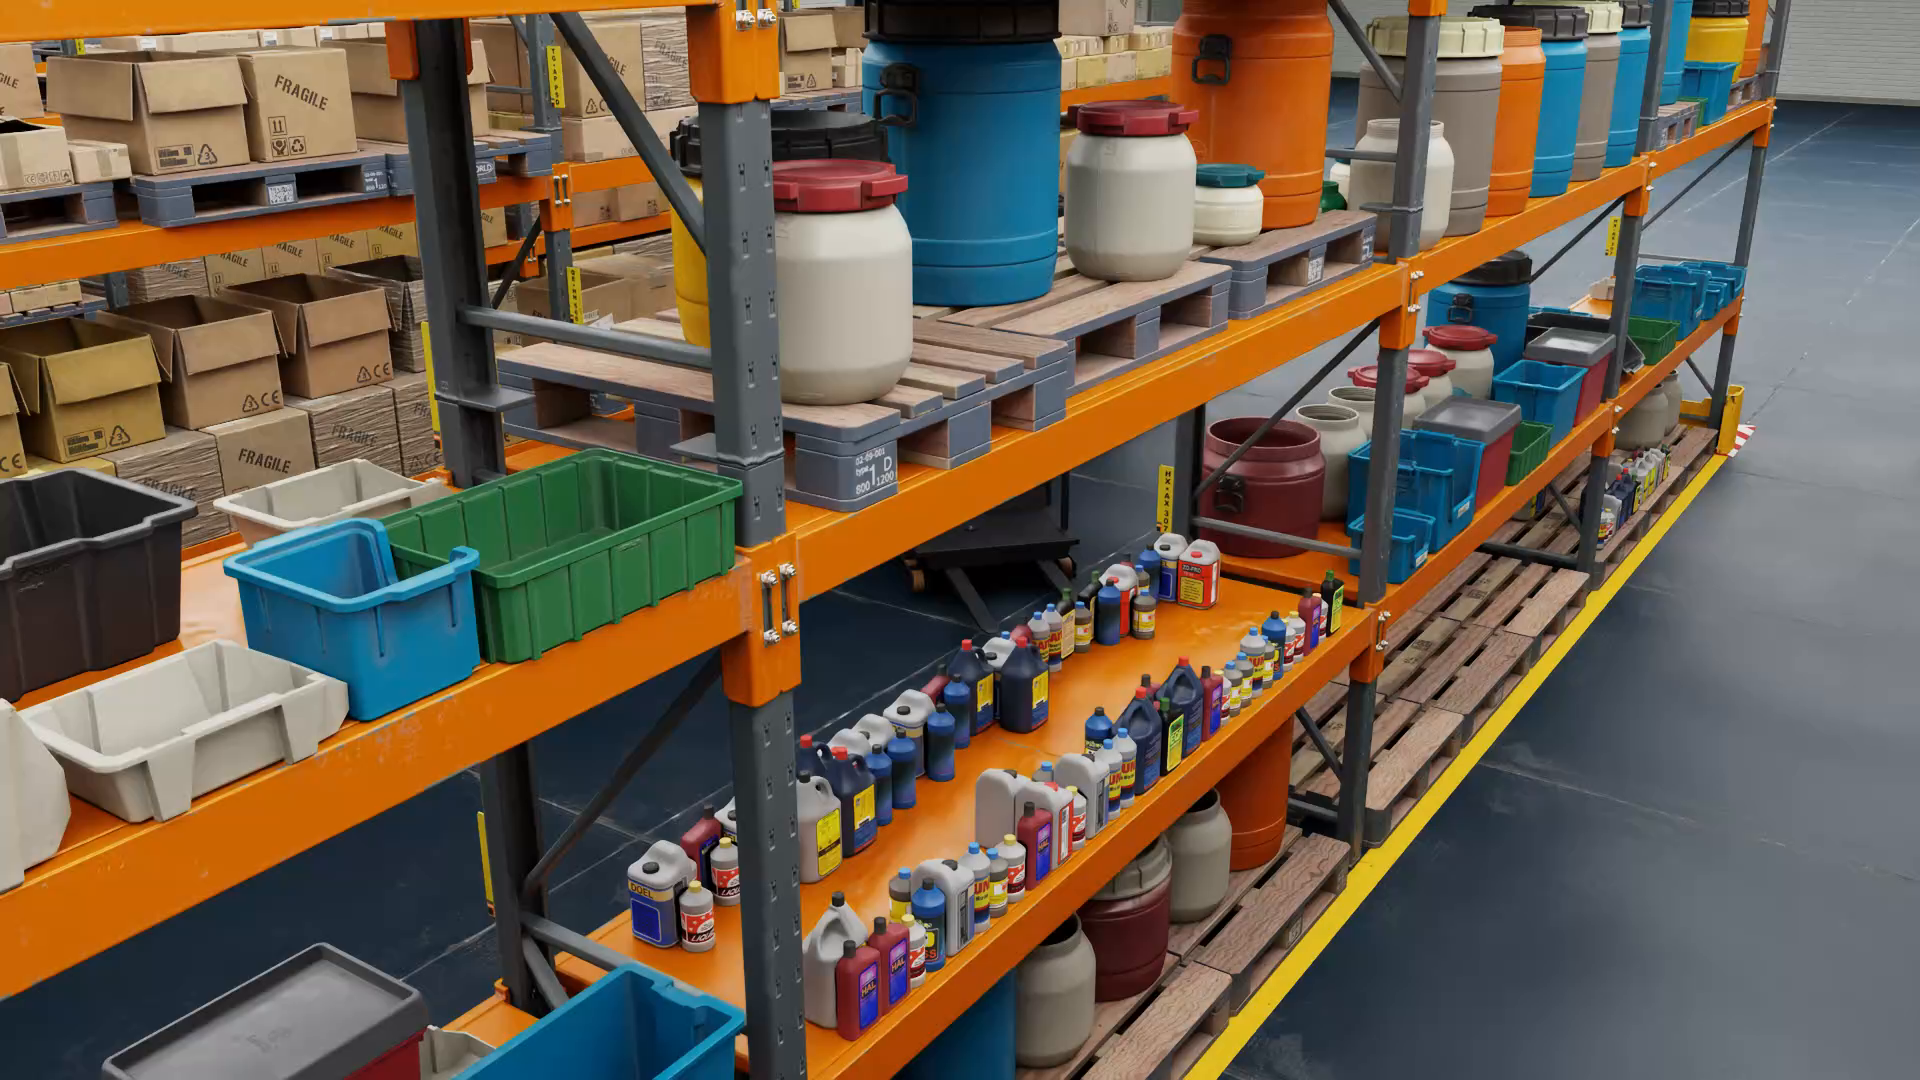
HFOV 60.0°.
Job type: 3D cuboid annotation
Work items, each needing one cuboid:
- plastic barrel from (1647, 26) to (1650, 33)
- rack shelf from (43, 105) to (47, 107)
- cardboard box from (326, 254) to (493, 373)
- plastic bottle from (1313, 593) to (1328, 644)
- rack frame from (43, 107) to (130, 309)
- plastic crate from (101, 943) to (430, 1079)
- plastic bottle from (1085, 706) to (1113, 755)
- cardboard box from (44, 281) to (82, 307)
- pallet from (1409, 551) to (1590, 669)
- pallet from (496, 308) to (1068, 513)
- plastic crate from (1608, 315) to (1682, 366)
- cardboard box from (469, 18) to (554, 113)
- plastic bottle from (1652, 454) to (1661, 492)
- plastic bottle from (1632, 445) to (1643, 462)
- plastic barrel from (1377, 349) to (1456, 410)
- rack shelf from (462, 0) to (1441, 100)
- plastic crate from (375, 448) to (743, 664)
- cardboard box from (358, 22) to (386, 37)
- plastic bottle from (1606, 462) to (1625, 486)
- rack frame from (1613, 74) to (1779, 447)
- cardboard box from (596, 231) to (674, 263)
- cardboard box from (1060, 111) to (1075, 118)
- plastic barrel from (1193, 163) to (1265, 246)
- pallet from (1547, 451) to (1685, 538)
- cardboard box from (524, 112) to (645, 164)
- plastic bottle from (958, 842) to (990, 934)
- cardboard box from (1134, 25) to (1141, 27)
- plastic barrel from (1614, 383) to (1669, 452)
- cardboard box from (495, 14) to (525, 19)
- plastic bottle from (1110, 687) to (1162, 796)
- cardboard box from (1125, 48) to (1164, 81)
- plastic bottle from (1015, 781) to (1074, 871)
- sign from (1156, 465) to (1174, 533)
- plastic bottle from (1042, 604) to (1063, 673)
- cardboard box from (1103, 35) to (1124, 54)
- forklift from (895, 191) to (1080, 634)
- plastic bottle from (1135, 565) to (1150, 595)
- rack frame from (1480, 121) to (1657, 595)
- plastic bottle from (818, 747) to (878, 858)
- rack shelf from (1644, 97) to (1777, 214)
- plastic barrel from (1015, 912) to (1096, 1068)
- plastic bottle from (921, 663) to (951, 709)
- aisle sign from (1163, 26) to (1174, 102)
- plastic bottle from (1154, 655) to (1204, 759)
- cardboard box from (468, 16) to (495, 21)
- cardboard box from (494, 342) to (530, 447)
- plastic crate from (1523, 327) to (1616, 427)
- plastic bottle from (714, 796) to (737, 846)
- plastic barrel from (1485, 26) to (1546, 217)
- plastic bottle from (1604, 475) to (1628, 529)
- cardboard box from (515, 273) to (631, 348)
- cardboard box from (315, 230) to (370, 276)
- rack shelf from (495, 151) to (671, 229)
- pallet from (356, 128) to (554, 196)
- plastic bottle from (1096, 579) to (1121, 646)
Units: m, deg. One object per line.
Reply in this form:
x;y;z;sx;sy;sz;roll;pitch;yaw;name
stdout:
4.074;-2.892;10.169;0.421;0.512;0.421;0;20;0;plastic barrel
-5.597;-3.608;13.909;1.077;0.370;4.000;13;24;32;rack shelf
-3.100;-1.279;9.310;0.797;0.503;0.637;14;25;34;cardboard box
1.466;0.319;6.865;0.097;0.201;0.097;0;20;0;plastic bottle
-6.721;-1.965;12.754;1.000;3.000;0.127;13;24;32;rack frame
-1.537;1.294;3.764;0.402;0.464;0.583;13;24;32;plastic crate
0.476;0.703;5.727;0.097;0.271;0.097;0;20;0;plastic bottle
-6.618;-1.813;12.099;0.380;0.149;0.250;14;24;33;cardboard box
3.260;0.390;10.406;1.003;0.211;1.213;13;24;32;pallet
-0.468;-0.417;4.518;1.213;0.211;1.003;13;24;32;pallet
4.666;-1.386;11.492;0.450;0.188;0.662;13;24;32;plastic crate
-2.614;-2.843;9.938;0.500;0.500;0.500;14;24;33;cardboard box
5.006;-0.508;12.106;0.152;0.276;0.135;13;24;30;plastic bottle
4.995;-0.572;12.268;0.061;0.283;0.133;13;24;32;plastic bottle
2.538;-0.772;9.332;0.433;0.535;0.433;0;20;0;plastic barrel
0.296;-1.718;5.051;1.077;0.370;4.000;13;24;32;rack shelf
-0.816;0.018;3.375;0.450;0.188;0.662;13;24;32;plastic crate
-4.984;-4.296;14.198;0.500;0.250;0.500;13;24;31;cardboard box
4.675;-0.428;11.890;0.152;0.276;0.135;13;24;32;plastic bottle
5.918;-2.298;13.654;1.000;3.000;0.127;13;24;32;rack frame
-3.557;-2.739;17.304;0.875;0.875;0.875;13;24;32;cardboard box
1.000;-3.673;15.356;0.500;0.500;0.500;13;24;32;cardboard box
0.939;-1.206;5.971;0.301;0.262;0.301;0;20;0;plastic barrel
4.766;-0.379;12.484;1.003;0.211;1.213;13;24;32;pallet
-2.201;-2.390;9.796;0.500;0.250;0.500;14;24;33;cardboard box
0.041;1.014;4.886;0.097;0.271;0.097;0;20;0;plastic bottle
1.476;-4.754;15.610;0.380;0.149;0.250;13;24;31;cardboard box
5.329;-0.981;13.073;0.421;0.512;0.421;0;20;0;plastic barrel
-3.966;-4.918;15.452;0.500;0.250;0.500;13;24;32;cardboard box
0.601;0.676;5.684;0.144;0.351;0.185;13;24;32;plastic bottle
1.482;-4.269;14.875;0.500;0.250;0.500;13;24;32;cardboard box
0.268;0.879;5.244;0.152;0.276;0.135;13;24;32;plastic bottle
0.962;-0.185;7.705;0.100;0.325;0.005;13;24;32;sign
0.358;0.384;6.589;0.097;0.271;0.097;0;20;0;plastic bottle
1.186;-4.275;14.317;0.380;0.149;0.250;12;23;29;cardboard box
0.142;-1.162;10.682;1.130;2.935;3.031;-5;21;-12;forklift
0.768;0.207;7.167;0.097;0.201;0.097;0;20;0;plastic bottle
3.669;-1.150;10.552;1.000;3.000;0.127;13;24;32;rack frame
-0.359;0.816;5.308;0.144;0.351;0.185;13;24;32;plastic bottle
4.794;-2.794;11.707;1.077;0.370;4.000;13;24;32;rack shelf
0.281;1.614;6.058;0.421;0.512;0.421;0;20;0;plastic barrel
-0.086;0.594;6.005;0.061;0.283;0.133;13;24;32;plastic bottle
2.105;-4.443;15.704;0.394;0.787;0.004;13;24;32;aisle sign
0.780;0.585;5.931;0.144;0.351;0.185;13;24;32;plastic bottle
-4.408;-5.024;15.737;0.500;0.250;0.500;13;24;31;cardboard box
-2.748;-0.826;9.529;0.500;0.500;0.500;14;25;33;cardboard box
3.650;-0.982;10.004;0.402;0.464;0.583;13;24;32;plastic crate
-0.668;0.922;5.127;0.152;0.276;0.135;13;24;32;plastic bottle
2.430;-1.992;7.884;0.600;0.830;0.708;13;24;32;plastic barrel
4.466;-0.265;11.342;0.144;0.351;0.185;14;25;33;plastic bottle
-2.405;-1.375;10.410;0.500;0.500;0.500;10;23;25;cardboard box
-5.396;-2.522;14.114;0.500;0.500;0.500;13;24;31;cardboard box
-1.551;-2.612;11.216;1.077;0.370;4.000;13;24;32;rack shelf
-2.994;-2.092;9.045;1.213;0.211;1.003;15;25;34;pallet
0.613;0.291;6.839;0.097;0.271;0.097;0;20;0;plastic bottle
